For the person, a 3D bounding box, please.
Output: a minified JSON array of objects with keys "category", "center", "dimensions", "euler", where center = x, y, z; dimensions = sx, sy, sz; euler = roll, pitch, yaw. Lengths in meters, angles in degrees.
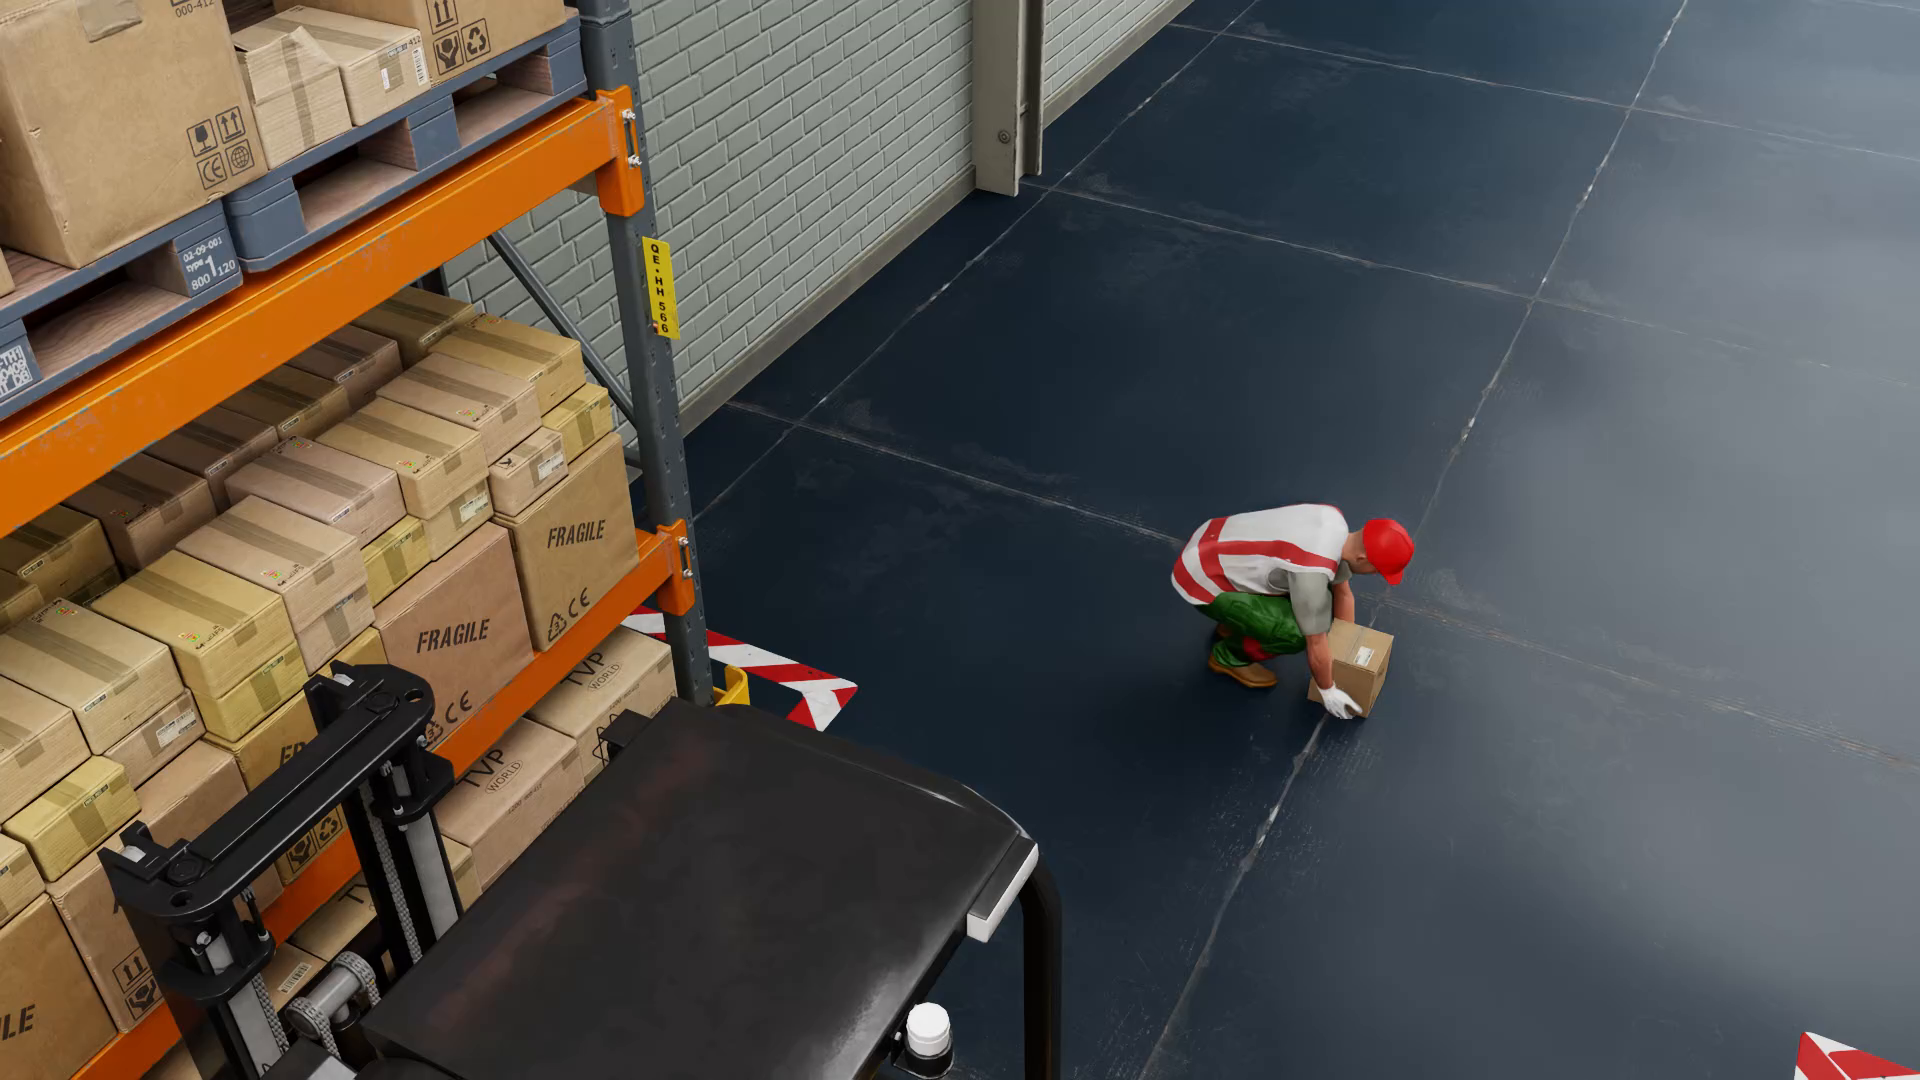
[{"category":"person","center":[1.311,0.212,6.689],"dimensions":[0.901,0.879,0.547],"euler":[18,41,21]}]
